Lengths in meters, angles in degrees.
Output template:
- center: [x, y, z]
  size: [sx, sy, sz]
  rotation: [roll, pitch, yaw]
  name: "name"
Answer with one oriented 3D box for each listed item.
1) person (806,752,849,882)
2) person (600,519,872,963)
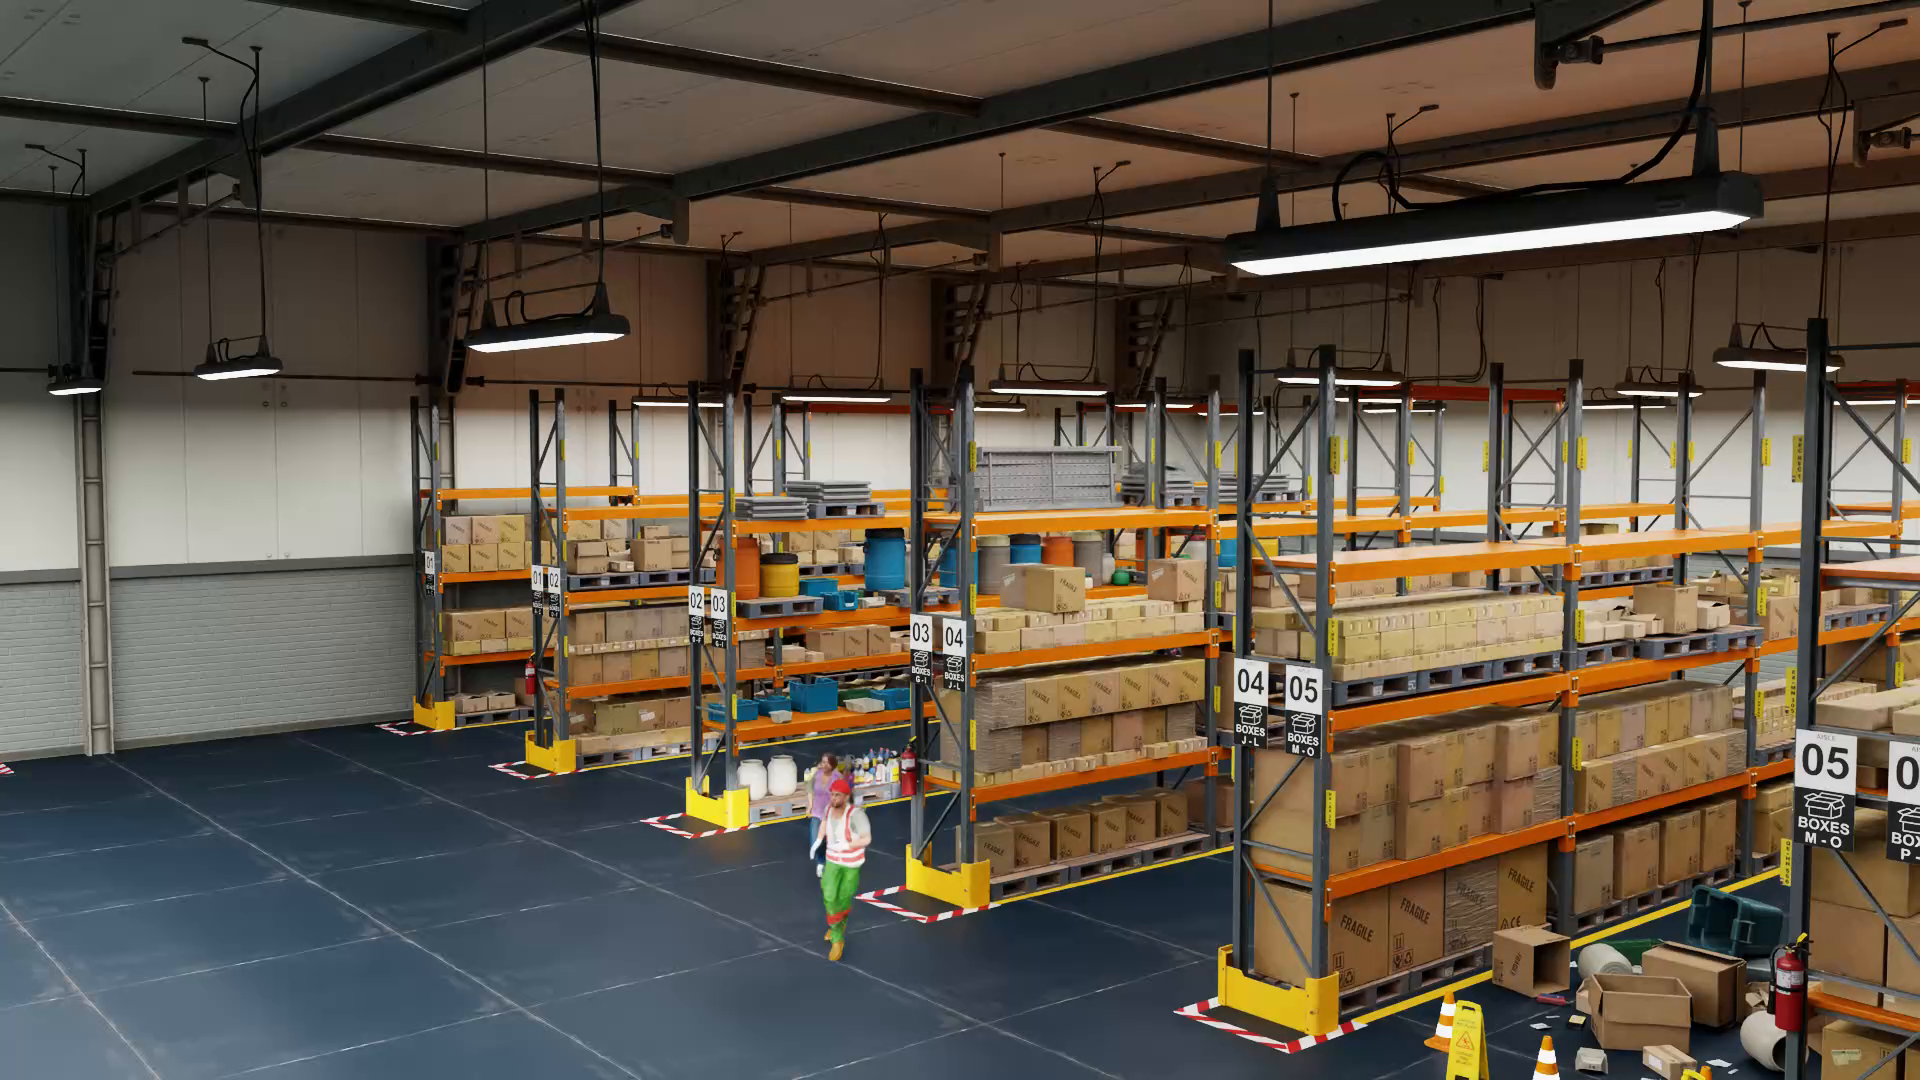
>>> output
- center: [-1.562, 3.236, 19.396]
  size: [0.559, 1.558, 0.487]
  rotation: [1, 3, 12]
  name: "person"
- center: [-4.007, 1.820, 24.491]
  size: [9.730, 3.808, 14.499]
  rotation: [1, 3, 13]
  name: "person"
